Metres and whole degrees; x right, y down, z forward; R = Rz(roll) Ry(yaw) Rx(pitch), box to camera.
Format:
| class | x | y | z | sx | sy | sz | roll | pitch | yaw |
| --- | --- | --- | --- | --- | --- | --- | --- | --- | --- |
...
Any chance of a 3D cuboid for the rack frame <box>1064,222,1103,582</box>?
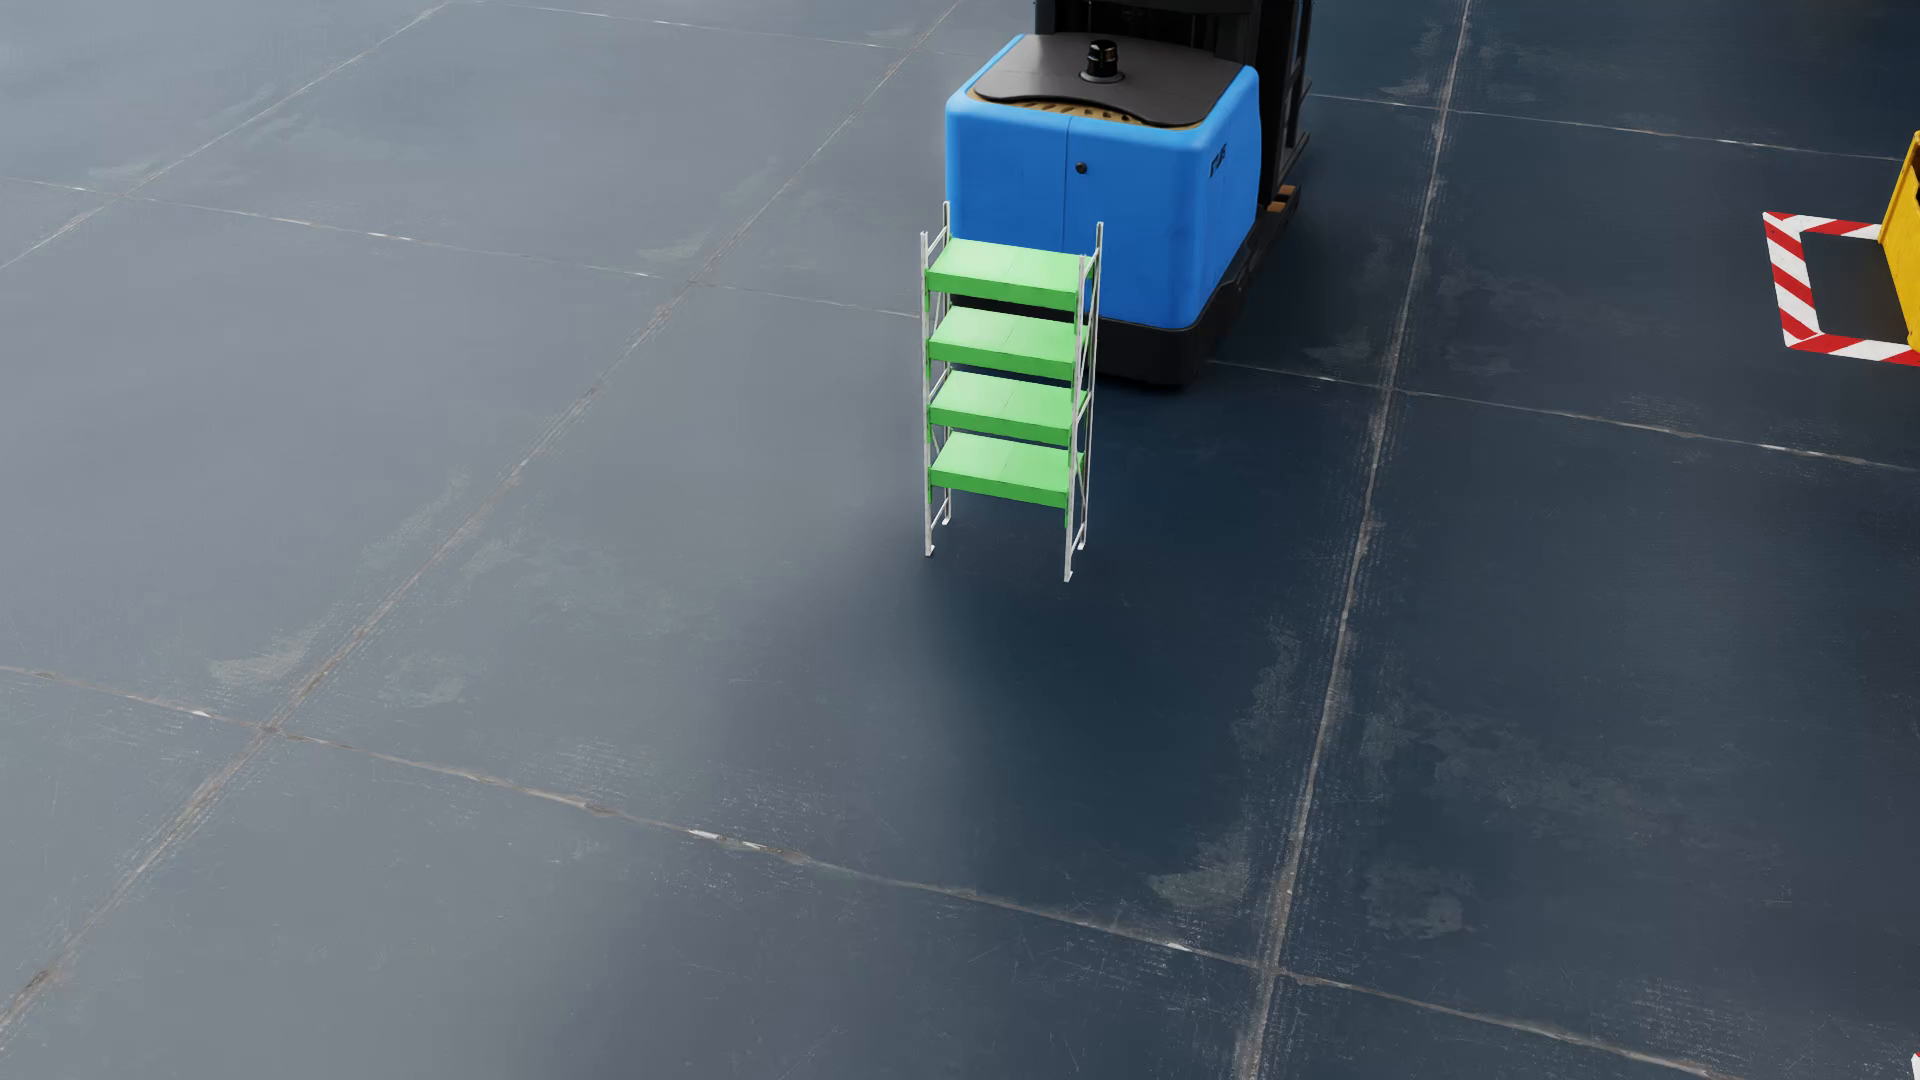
| class | x | y | z | sx | sy | sz | roll | pitch | yaw |
| --- | --- | --- | --- | --- | --- | --- | --- | --- | --- |
| rack frame | 0.391 | -0.411 | 5.296 | 0.015 | 1.200 | 0.240 | 10 | 38 | 14 |

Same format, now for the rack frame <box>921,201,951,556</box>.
| class | x | y | z | sx | sy | sz | roll | pitch | yaw |
| --- | --- | --- | --- | --- | --- | --- | --- | --- | --- |
| rack frame | -0.075 | -0.497 | 5.413 | 0.015 | 1.200 | 0.240 | 10 | 38 | 14 |

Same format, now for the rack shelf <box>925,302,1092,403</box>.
| class | x | y | z | sx | sy | sz | roll | pitch | yaw |
| --- | --- | --- | --- | --- | --- | --- | --- | --- | --- |
| rack shelf | 0.158 | -0.596 | 5.250 | 0.480 | 0.148 | 0.258 | 10 | 38 | 14 |

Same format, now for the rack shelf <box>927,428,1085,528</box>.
| class | x | y | z | sx | sy | sz | roll | pitch | yaw |
| --- | --- | --- | --- | --- | --- | --- | --- | --- | --- |
| rack shelf | 0.158 | -0.209 | 5.535 | 0.480 | 0.148 | 0.258 | 10 | 38 | 14 |

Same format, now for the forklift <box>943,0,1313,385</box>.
| class | x | y | z | sx | sy | sz | roll | pitch | yaw |
| --- | --- | --- | --- | --- | --- | --- | --- | --- | --- |
| forklift | 0.950 | -2.650 | 6.878 | 1.130 | 2.935 | 3.031 | 13 | 38 | 17 |

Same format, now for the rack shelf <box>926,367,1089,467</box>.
| class | x | y | z | sx | sy | sz | roll | pitch | yaw |
| --- | --- | --- | --- | --- | --- | --- | --- | --- | --- |
| rack shelf | 0.158 | -0.402 | 5.392 | 0.480 | 0.148 | 0.258 | 10 | 38 | 14 |

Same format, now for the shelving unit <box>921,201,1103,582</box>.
| class | x | y | z | sx | sy | sz | roll | pitch | yaw |
| --- | --- | --- | --- | --- | --- | --- | --- | --- | --- |
| shelving unit | 0.158 | -0.454 | 5.355 | 0.503 | 1.200 | 0.258 | 10 | 38 | 14 |

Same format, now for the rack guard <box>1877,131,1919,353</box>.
| class | x | y | z | sx | sy | sz | roll | pitch | yaw |
| --- | --- | --- | --- | --- | --- | --- | --- | --- | --- |
| rack guard | 4.222 | -1.263 | 7.045 | 0.348 | 0.500 | 1.175 | 10 | 38 | 14 |

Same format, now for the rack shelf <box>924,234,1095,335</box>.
| class | x | y | z | sx | sy | sz | roll | pitch | yaw |
| --- | --- | --- | --- | --- | --- | --- | --- | --- | --- |
| rack shelf | 0.158 | -0.789 | 5.108 | 0.480 | 0.148 | 0.258 | 10 | 38 | 14 |
